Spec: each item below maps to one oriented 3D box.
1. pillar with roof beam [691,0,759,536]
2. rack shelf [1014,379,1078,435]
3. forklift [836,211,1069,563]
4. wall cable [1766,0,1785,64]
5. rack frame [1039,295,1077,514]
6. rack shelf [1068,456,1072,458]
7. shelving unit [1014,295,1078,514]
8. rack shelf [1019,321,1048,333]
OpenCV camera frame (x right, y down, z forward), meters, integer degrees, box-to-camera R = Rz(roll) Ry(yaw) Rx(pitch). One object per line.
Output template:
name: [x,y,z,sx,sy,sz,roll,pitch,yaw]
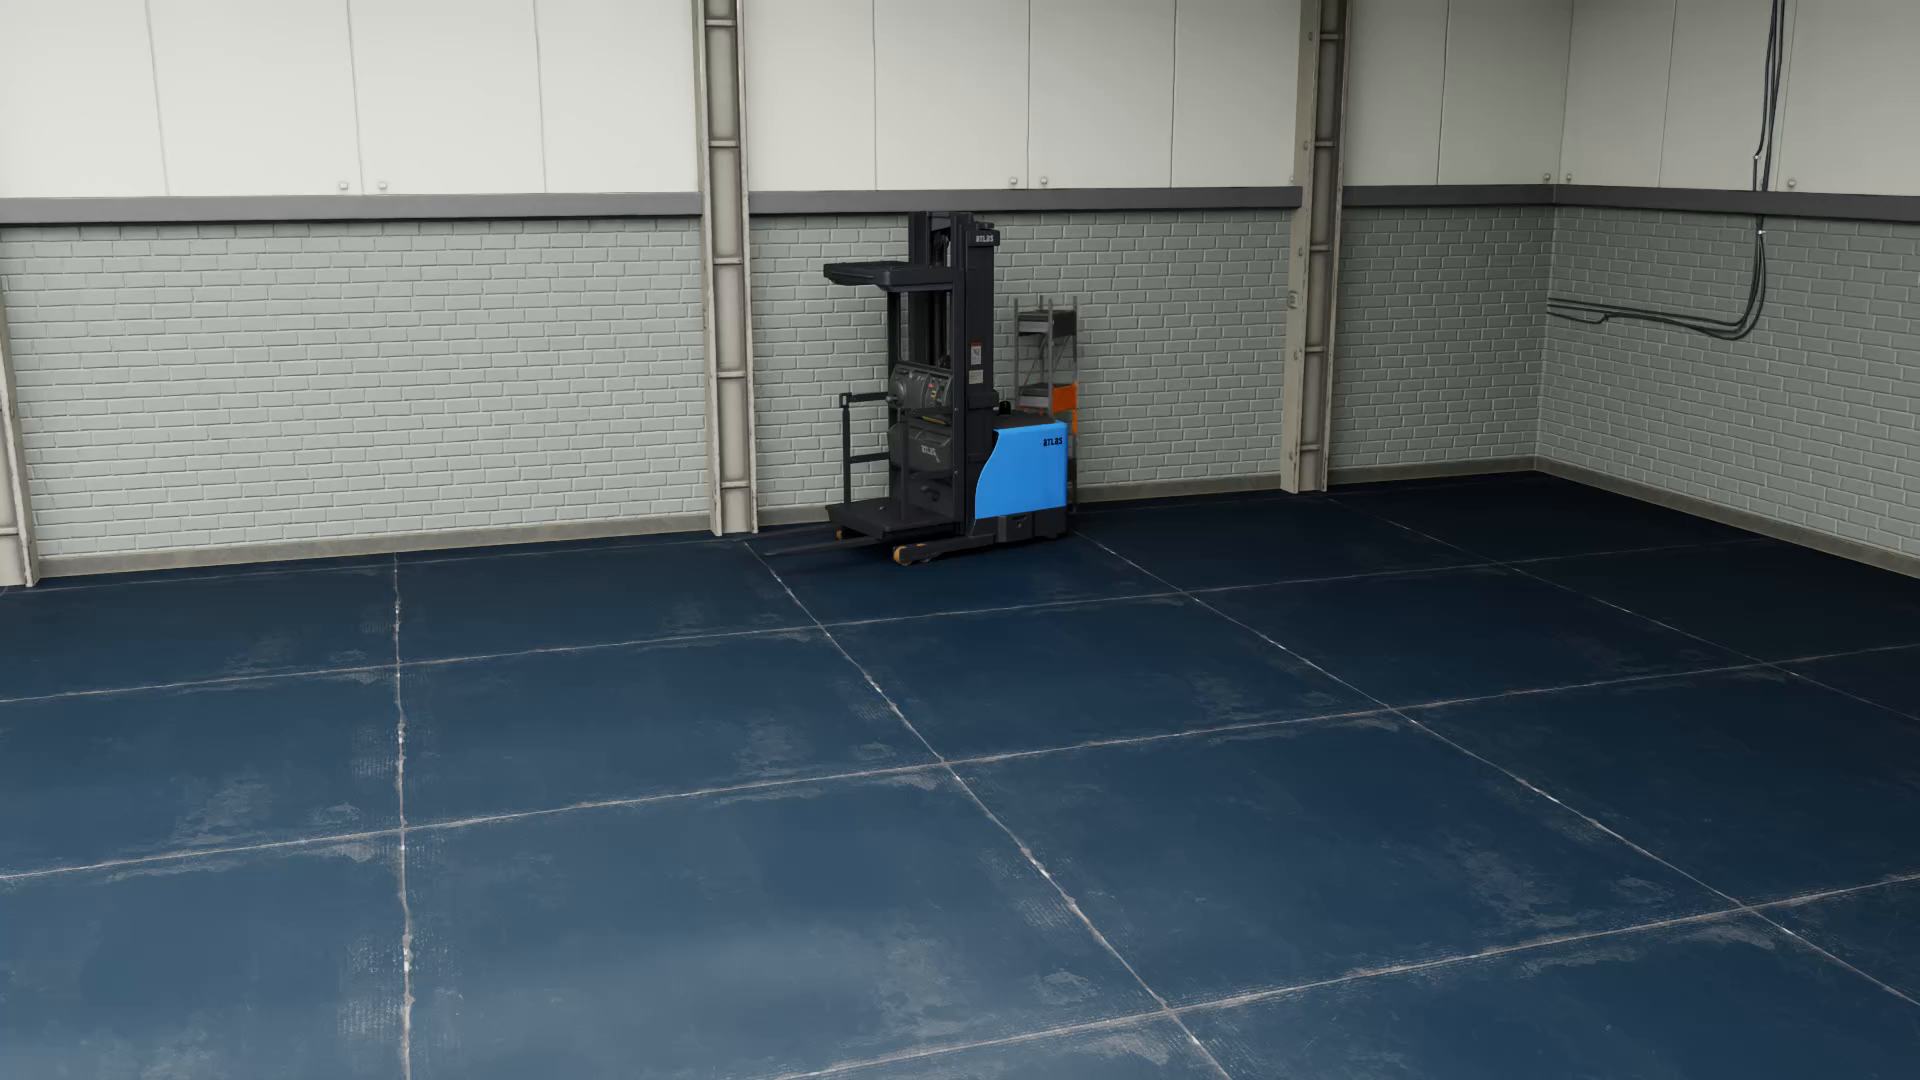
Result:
pillar with roof beam: [-0.732,-3.520,10.493,0.400,9.000,9.100,-4,14,-18]
rack shelf: [0.821,-1.246,15.862,0.431,0.518,0.480,6,14,31]
forklift: [-0.521,-1.346,14.467,3.031,2.935,1.130,-9,16,-33]
wall cable: [7.658,-5.187,13.300,0.112,2.526,3.097,-4,14,-18]
rack frame: [0.949,-1.304,16.062,0.400,2.100,0.015,6,14,31]
rack shelf: [0.829,-0.695,15.978,0.368,0.174,0.457,6,14,31]
shelving unit: [0.824,-1.261,15.864,0.431,2.100,0.492,6,14,31]
rack shelf: [0.810,-2.029,15.698,0.332,0.100,0.442,6,14,31]
